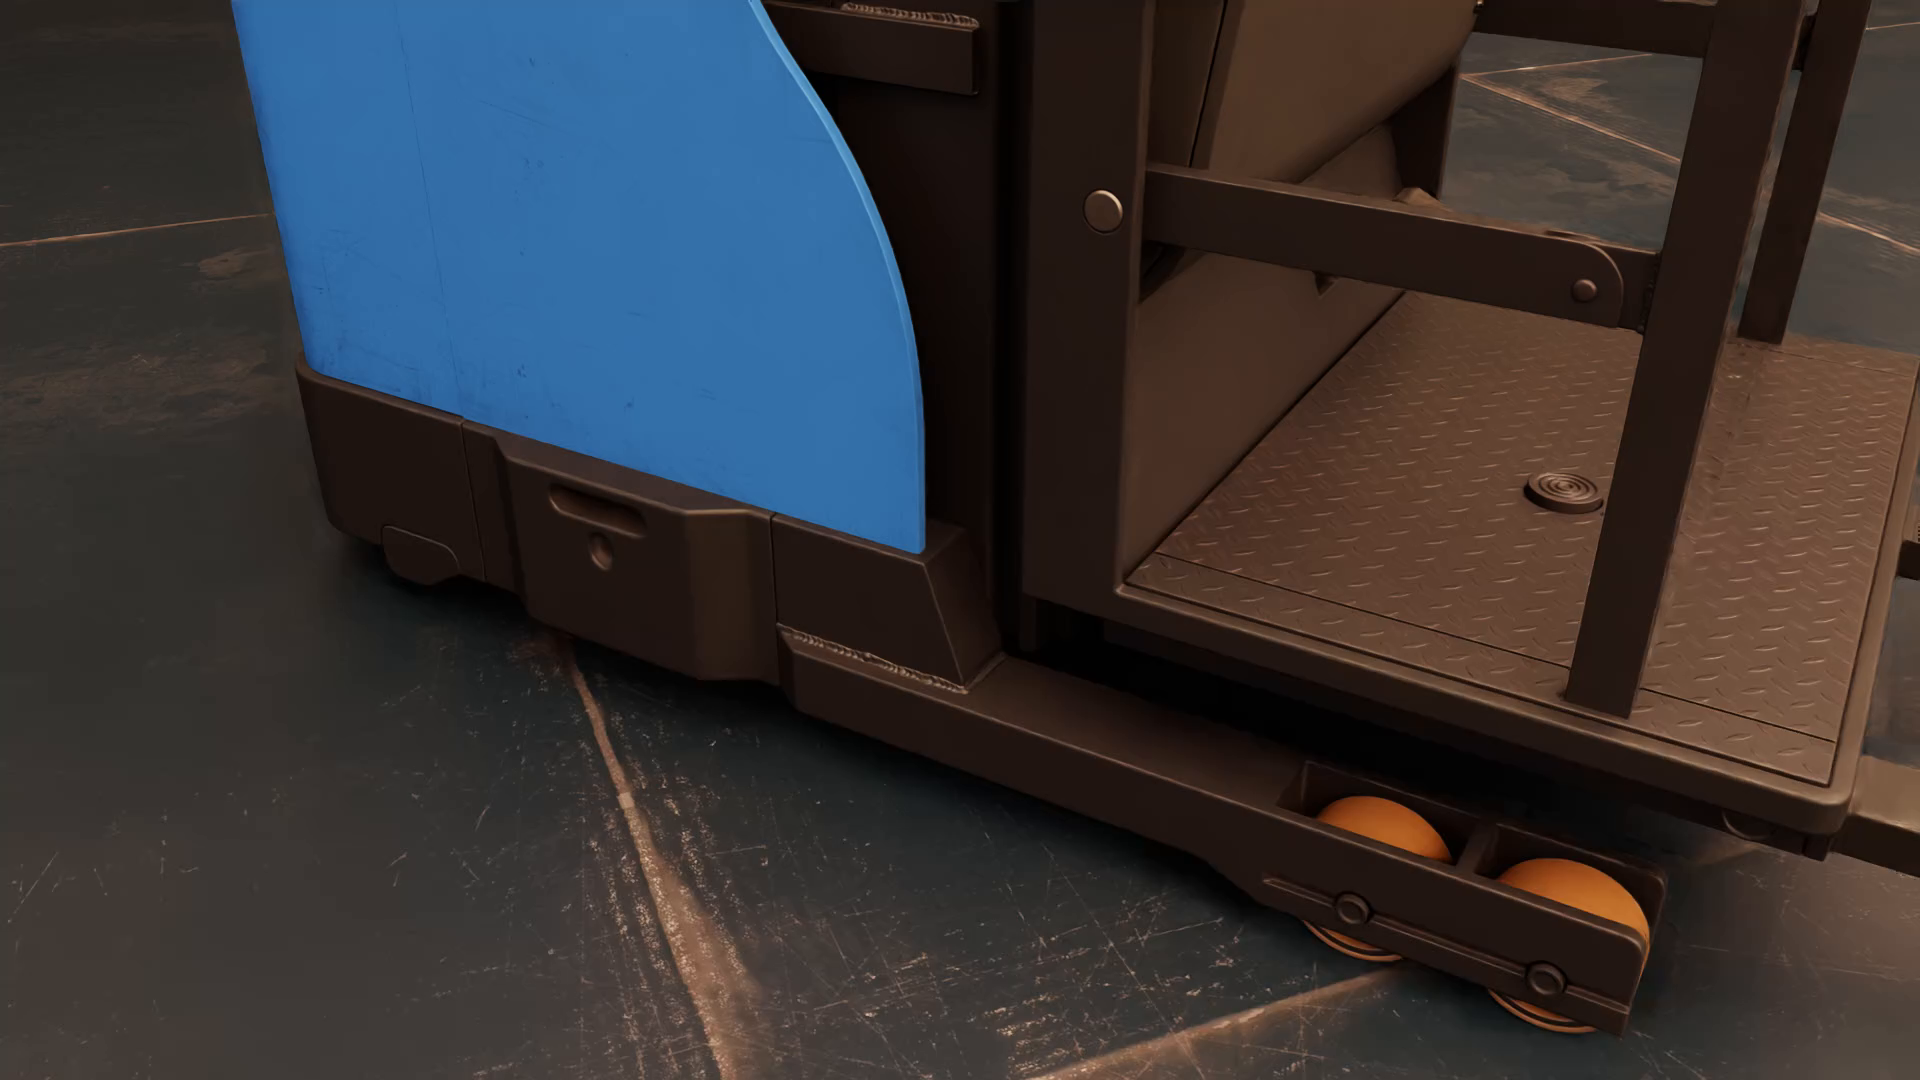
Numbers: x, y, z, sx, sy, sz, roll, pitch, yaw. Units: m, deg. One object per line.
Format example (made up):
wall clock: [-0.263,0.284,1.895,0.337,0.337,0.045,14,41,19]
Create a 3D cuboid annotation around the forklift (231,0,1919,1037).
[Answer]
forklift: [0.604,-1.090,1.452,3.031,2.935,1.130,16,33,26]
